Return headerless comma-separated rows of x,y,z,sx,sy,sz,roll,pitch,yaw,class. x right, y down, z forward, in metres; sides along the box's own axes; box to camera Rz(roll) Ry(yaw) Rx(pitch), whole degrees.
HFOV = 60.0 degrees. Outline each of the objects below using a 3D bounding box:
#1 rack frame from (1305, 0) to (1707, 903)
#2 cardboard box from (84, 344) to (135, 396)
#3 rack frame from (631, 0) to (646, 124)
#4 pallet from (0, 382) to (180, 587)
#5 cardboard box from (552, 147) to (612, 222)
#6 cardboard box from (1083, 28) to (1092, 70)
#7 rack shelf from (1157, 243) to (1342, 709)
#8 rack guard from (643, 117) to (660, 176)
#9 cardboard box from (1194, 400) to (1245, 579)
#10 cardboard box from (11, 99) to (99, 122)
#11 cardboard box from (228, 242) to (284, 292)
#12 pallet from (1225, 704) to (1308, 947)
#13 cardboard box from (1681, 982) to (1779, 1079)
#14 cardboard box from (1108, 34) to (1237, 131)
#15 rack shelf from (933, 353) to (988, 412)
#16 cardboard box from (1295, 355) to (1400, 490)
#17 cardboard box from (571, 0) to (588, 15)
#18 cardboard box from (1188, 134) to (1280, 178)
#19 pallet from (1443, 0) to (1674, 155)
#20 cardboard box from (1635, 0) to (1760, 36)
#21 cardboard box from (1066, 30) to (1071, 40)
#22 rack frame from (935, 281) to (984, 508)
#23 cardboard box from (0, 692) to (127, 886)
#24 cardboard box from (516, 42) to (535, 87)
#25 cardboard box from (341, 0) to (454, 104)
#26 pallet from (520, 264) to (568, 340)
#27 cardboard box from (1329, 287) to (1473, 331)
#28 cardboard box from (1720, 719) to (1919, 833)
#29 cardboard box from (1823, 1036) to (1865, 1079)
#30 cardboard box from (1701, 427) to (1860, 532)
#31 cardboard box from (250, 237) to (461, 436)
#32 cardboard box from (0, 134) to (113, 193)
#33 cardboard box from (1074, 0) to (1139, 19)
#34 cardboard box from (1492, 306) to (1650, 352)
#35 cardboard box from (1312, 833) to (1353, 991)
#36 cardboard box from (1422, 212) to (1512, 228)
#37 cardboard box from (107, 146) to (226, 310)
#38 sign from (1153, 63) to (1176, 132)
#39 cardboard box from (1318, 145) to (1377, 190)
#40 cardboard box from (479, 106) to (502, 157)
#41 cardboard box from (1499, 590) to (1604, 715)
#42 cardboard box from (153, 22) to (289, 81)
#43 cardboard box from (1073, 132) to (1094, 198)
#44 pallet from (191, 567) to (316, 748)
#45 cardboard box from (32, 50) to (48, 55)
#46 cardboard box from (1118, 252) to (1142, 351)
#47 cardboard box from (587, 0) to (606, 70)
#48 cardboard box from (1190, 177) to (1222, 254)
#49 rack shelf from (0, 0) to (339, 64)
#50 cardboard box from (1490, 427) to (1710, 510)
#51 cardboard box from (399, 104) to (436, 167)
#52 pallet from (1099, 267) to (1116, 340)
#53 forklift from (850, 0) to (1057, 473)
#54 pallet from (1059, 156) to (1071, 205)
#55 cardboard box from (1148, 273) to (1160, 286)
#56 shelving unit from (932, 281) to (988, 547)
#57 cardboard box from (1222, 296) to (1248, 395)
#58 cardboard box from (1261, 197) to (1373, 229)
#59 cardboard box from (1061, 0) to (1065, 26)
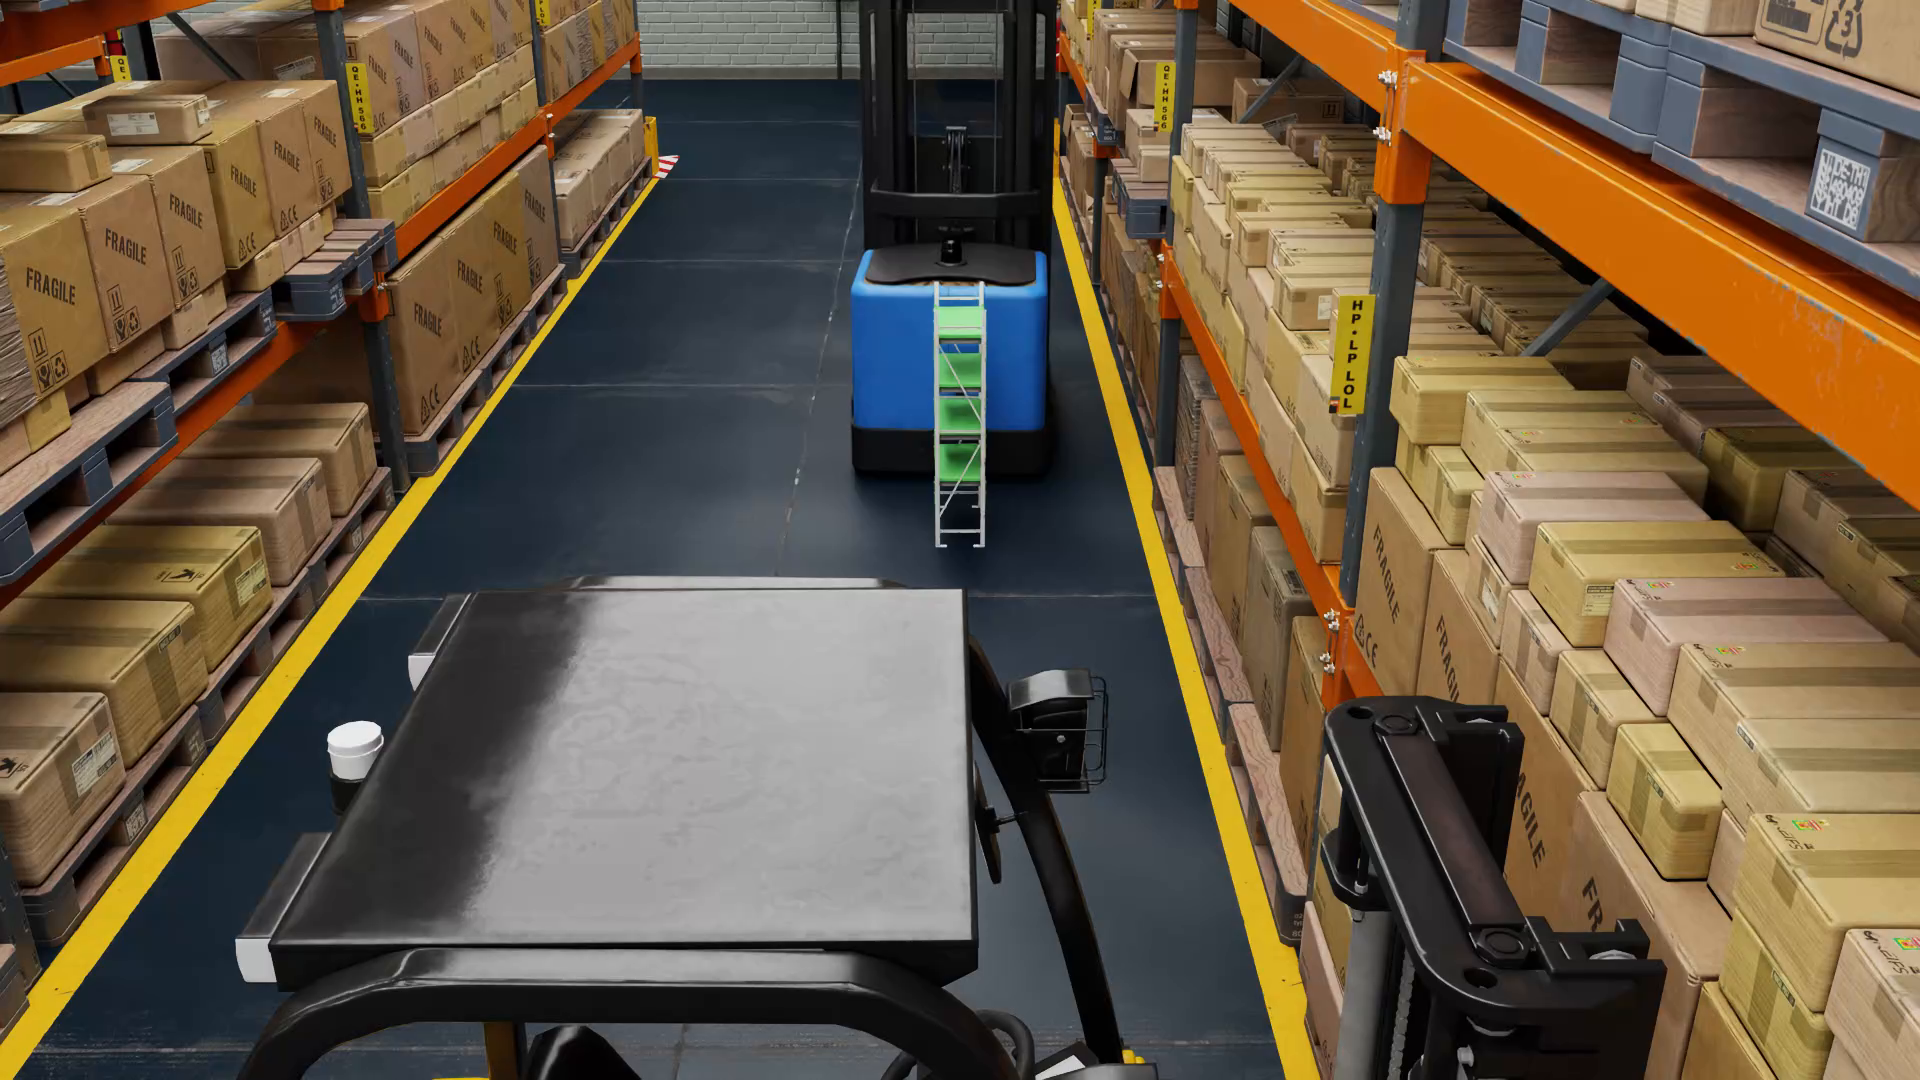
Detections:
1.577,-0.001,4.613,1.000,3.000,0.127,0,24,-1,rack frame
-3.111,-0.609,5.752,0.380,0.149,0.250,0,24,0,cardboard box
-3.518,-4.922,15.494,1.000,3.000,0.127,0,24,-1,rack frame
-3.250,-0.206,5.298,1.003,0.211,1.213,0,24,-1,pallet
-3.384,-2.926,13.679,0.875,0.438,0.875,-1,24,-2,cardboard box
1.220,-3.780,12.789,0.500,0.250,0.500,0,24,0,cardboard box
1.555,-0.498,6.584,1.077,0.370,4.000,0,24,-1,rack shelf
-3.518,-3.793,16.030,1.175,0.500,0.348,0,24,-1,rack guard
1.541,-0.233,7.497,0.875,0.625,0.625,1,24,1,cardboard box
-3.644,-1.597,7.149,0.500,0.500,0.500,1,24,2,cardboard box
-3.057,-1.138,6.921,0.380,0.149,0.250,0,24,0,cardboard box
1.530,0.966,5.859,1.003,0.211,1.213,0,24,-1,pallet
1.350,0.975,2.334,0.500,0.500,0.500,-1,24,-2,cardboard box
1.285,-2.798,10.165,0.700,0.500,0.500,0,24,-1,cardboard box
-0.002,-0.775,8.081,0.258,0.148,0.480,0,24,-1,rack shelf
1.316,-0.362,4.986,0.500,0.250,0.500,-1,24,-2,cardboard box
-3.231,-4.392,12.986,0.500,0.500,0.500,0,24,0,cardboard box
1.246,-1.748,7.567,0.380,0.149,0.250,0,24,1,cardboard box
1.612,-0.976,3.236,1.003,0.211,1.213,0,24,-1,pallet
1.289,-0.931,2.560,0.396,0.266,0.258,-1,24,-2,cardboard box
1.175,-4.695,15.296,0.380,0.149,0.250,0,24,-1,cardboard box
-0.004,-0.715,8.376,0.240,1.200,0.015,0,24,-1,rack frame
-3.395,0.812,5.493,0.950,0.372,0.625,0,24,0,cardboard box
-3.226,-3.253,11.378,0.500,0.250,0.500,0,24,-1,cardboard box
-3.196,-2.749,9.353,0.500,0.500,0.500,0,24,1,cardboard box
-3.390,-1.686,11.722,1.003,0.211,1.213,0,24,-1,pallet
1.380,-0.690,5.226,0.380,0.149,0.250,0,24,-1,cardboard box
1.383,0.391,2.475,0.380,0.149,0.250,0,24,0,cardboard box
1.321,0.740,2.066,0.380,0.149,0.250,-1,24,-2,cardboard box
1.860,-0.135,3.640,0.380,0.149,0.250,0,24,-1,cardboard box
-3.355,-1.134,9.186,0.875,0.875,0.875,0,24,-1,cardboard box
-3.153,-1.288,5.679,0.380,0.149,0.250,1,24,2,cardboard box
1.198,-4.549,13.579,0.500,0.500,0.500,0,24,1,cardboard box
1.837,-0.599,5.026,0.380,0.149,0.250,-1,24,-2,cardboard box
1.273,1.033,4.546,0.500,0.250,0.500,0,24,-1,cardboard box
1.817,-1.117,6.171,0.380,0.149,0.250,0,24,0,cardboard box
-3.119,-1.166,6.197,0.500,0.500,0.500,-1,24,-3,cardboard box
0.991,-2.135,8.021,0.100,0.325,0.005,0,24,-1,sign
1.795,-1.643,7.335,0.380,0.149,0.250,0,24,-1,cardboard box
-3.226,-2.604,10.550,0.500,0.250,0.500,-1,24,-2,cardboard box
1.282,0.214,3.228,0.380,0.149,0.250,0,24,-1,cardboard box
-3.698,-2.339,8.447,0.500,0.500,0.500,-1,24,-2,cardboard box
1.234,-3.175,14.155,0.500,0.500,0.500,0,24,0,cardboard box
-3.413,0.468,6.959,1.003,0.211,1.213,0,24,-1,pallet
-8.171,-4.300,14.422,0.380,0.149,0.250,0,24,1,cardboard box
1.286,-1.511,10.475,0.500,0.500,0.500,-1,24,-2,cardboard box
-3.223,-4.139,13.640,0.500,0.500,0.500,0,24,1,cardboard box
1.298,-1.419,7.323,0.500,0.250,0.500,0,24,1,cardboard box
-3.408,-1.841,5.913,1.077,0.370,4.000,0,24,-1,rack shelf
1.388,-0.133,3.635,0.380,0.149,0.250,-1,24,-2,cardboard box
-3.193,-2.208,9.068,0.500,0.250,0.500,0,24,1,cardboard box
1.536,-1.692,11.736,1.003,0.211,1.213,0,24,-1,pallet
-0.002,-2.254,9.677,1.130,2.935,3.031,1,24,2,forklift
1.456,-3.316,15.325,1.003,0.211,1.213,0,24,-1,pallet
1.282,-1.421,9.489,0.380,0.149,0.250,-1,24,-2,cardboard box
-0.002,-0.615,8.154,0.258,1.200,0.503,0,24,-1,shelving unit
1.311,-0.764,6.482,0.500,0.250,0.500,1,24,1,cardboard box
1.366,-1.220,6.398,0.380,0.149,0.250,0,24,-1,cardboard box
1.181,-4.825,15.100,0.500,0.250,0.500,0,24,0,cardboard box
